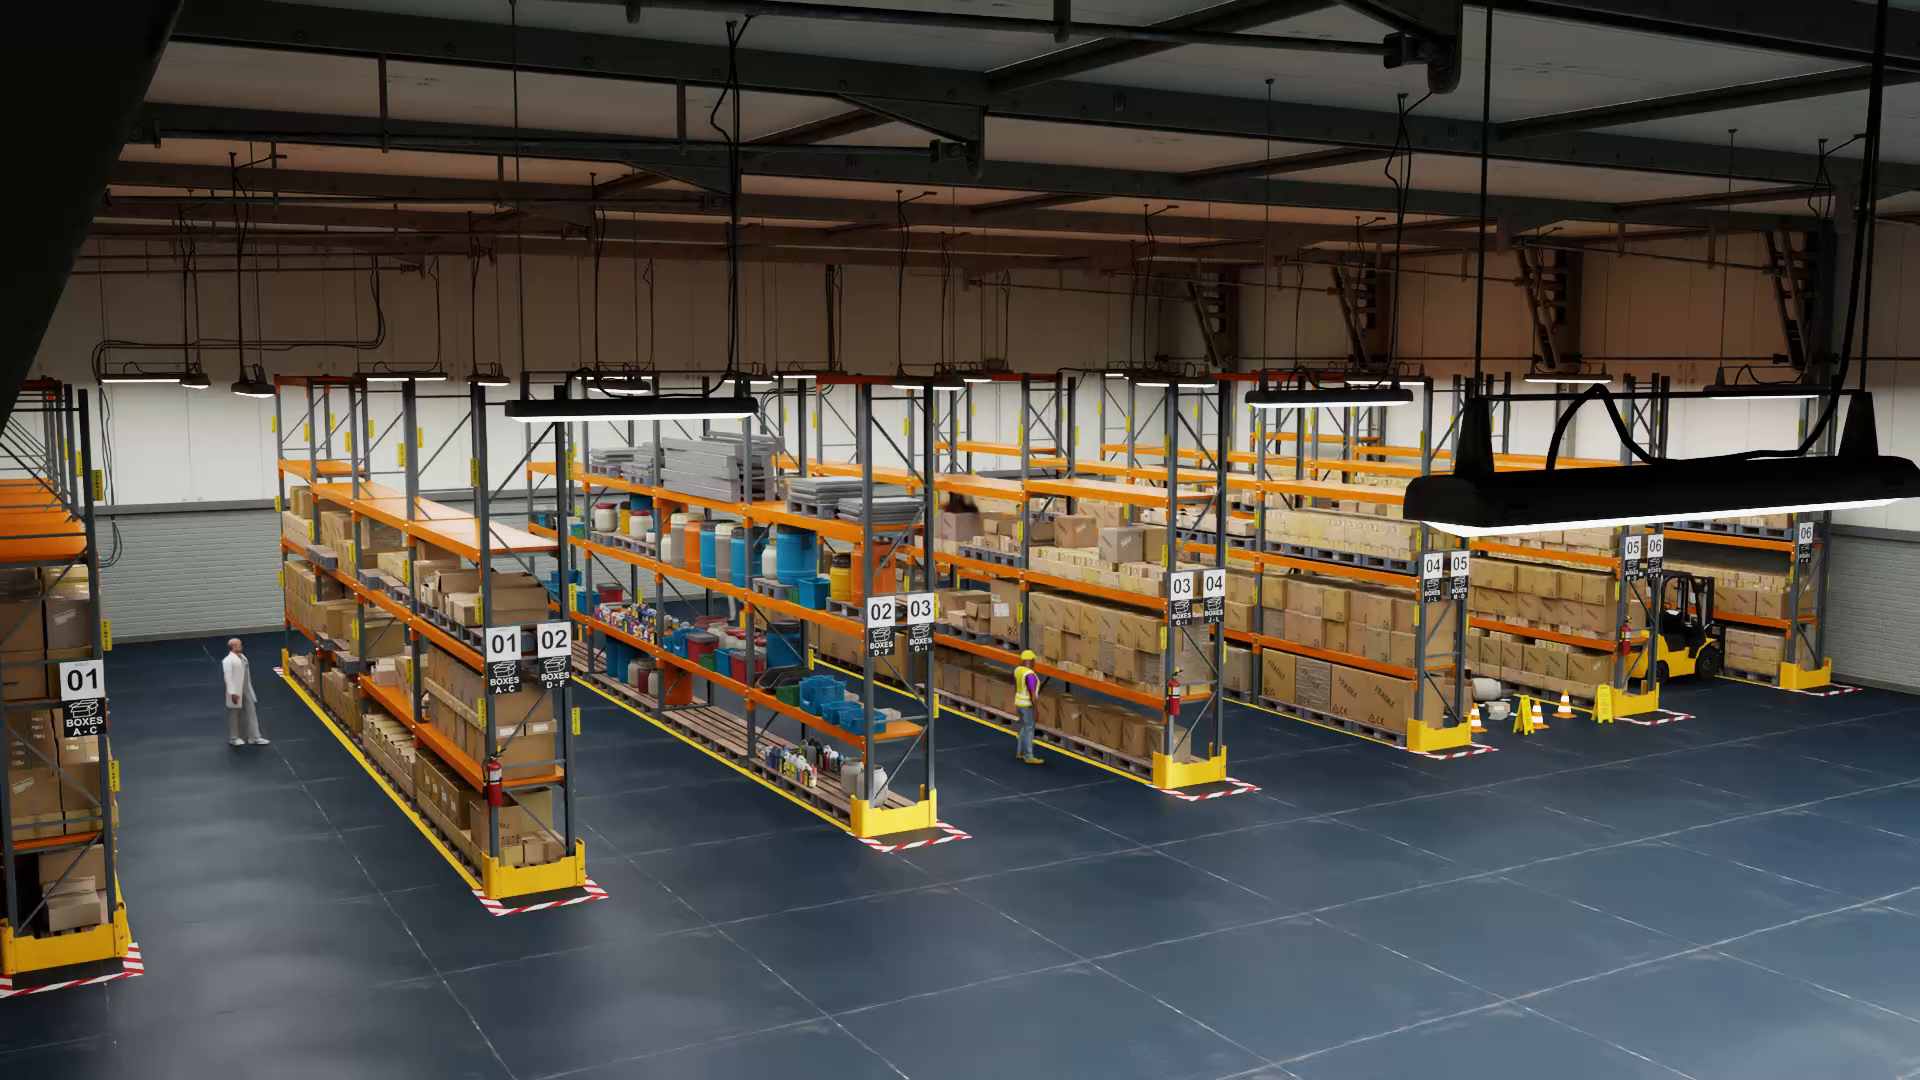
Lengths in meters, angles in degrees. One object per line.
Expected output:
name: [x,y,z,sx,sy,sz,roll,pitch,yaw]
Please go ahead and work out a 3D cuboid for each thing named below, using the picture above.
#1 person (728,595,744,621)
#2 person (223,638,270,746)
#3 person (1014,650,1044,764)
person: [-5.439,1.045,40.175,0.546,1.763,0.622,0,6,3]
person: [-11.722,2.488,27.159,0.662,1.778,0.586,3,7,27]
person: [1.074,2.644,26.080,0.378,1.845,0.650,-2,7,-20]
